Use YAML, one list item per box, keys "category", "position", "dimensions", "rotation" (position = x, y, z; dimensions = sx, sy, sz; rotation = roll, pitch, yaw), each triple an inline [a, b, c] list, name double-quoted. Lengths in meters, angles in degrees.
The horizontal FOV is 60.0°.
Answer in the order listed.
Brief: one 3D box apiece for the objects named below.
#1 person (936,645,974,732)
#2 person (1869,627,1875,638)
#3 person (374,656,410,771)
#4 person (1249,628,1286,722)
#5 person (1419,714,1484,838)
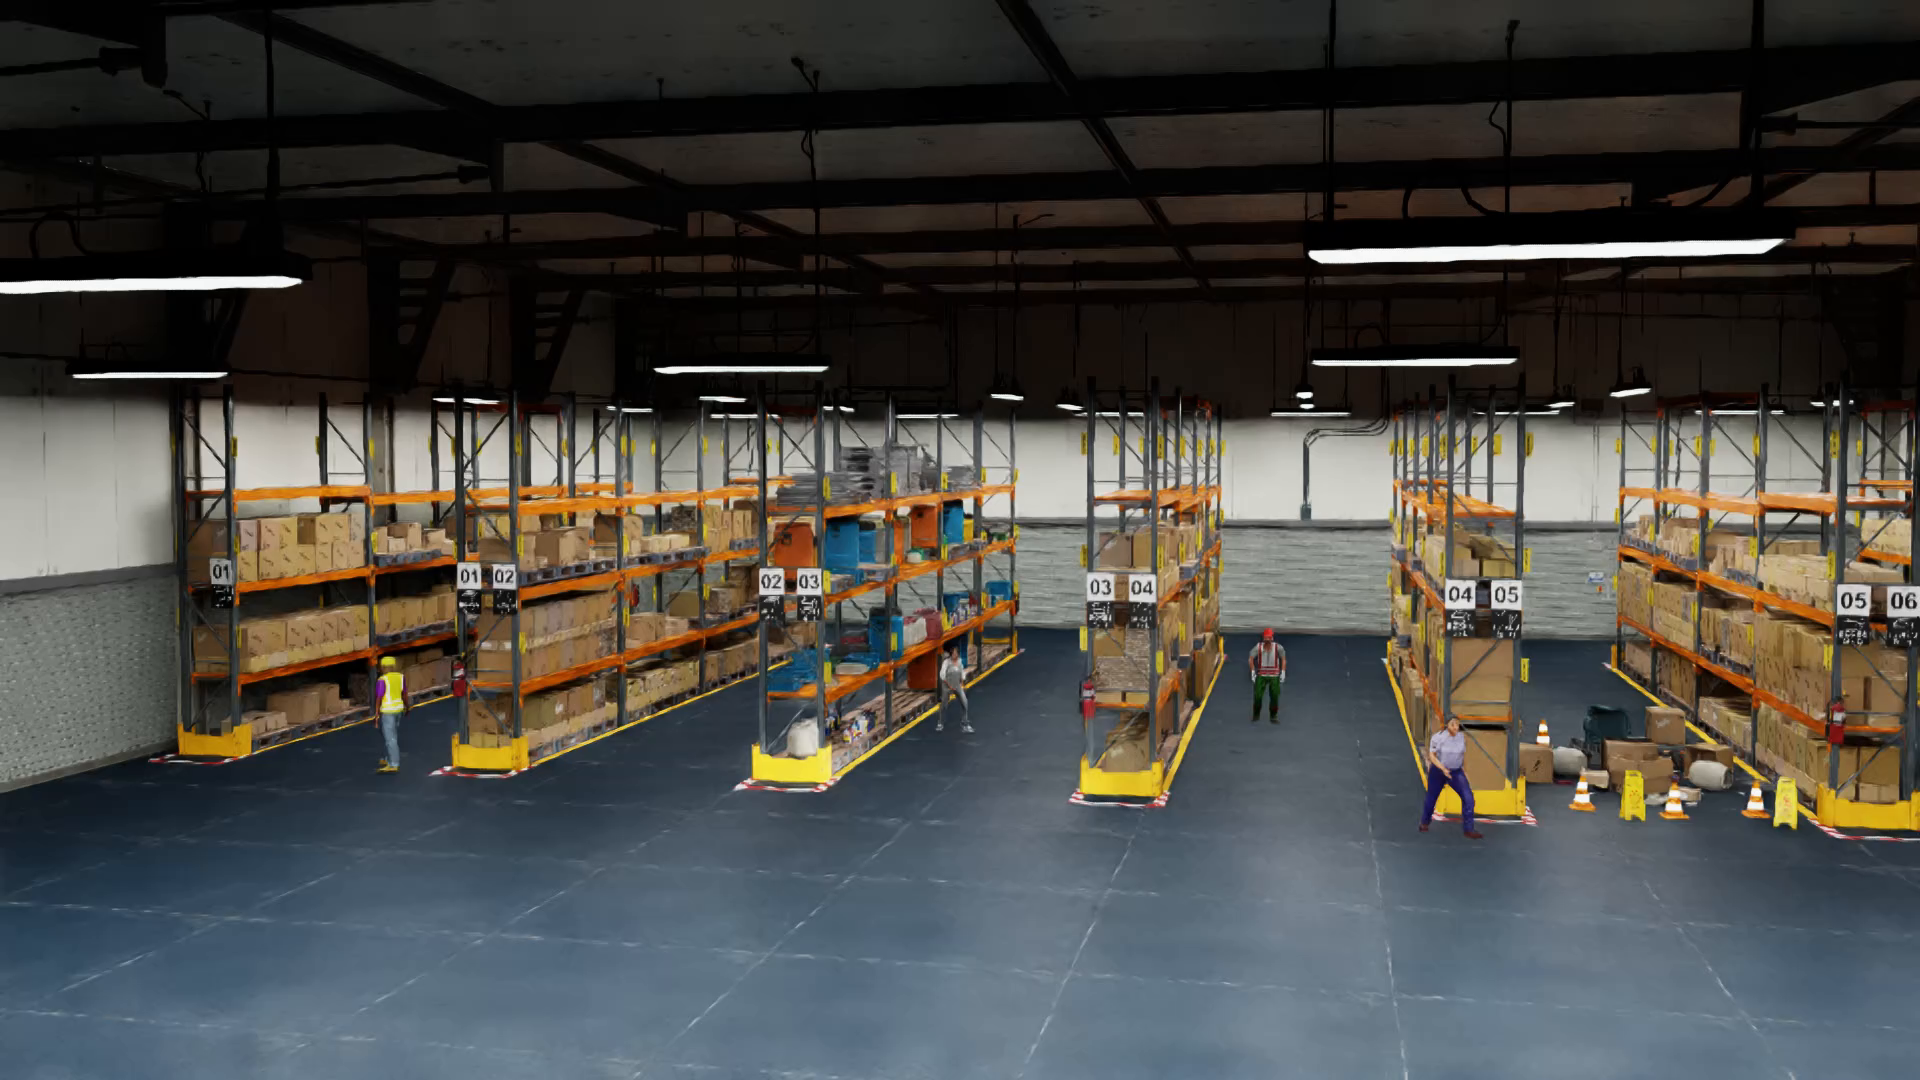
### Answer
- category: "person"
  position: [-0.123, 2.595, 29.155]
  dimensions: [0.567, 1.532, 0.756]
  rotation: [-1, 3, -18]
- category: "person"
  position: [20.427, 2.058, 37.555]
  dimensions: [0.385, 1.670, 0.583]
  rotation: [-1, 3, -19]
- category: "person"
  position: [-8.872, 2.664, 25.810]
  dimensions: [0.618, 1.760, 0.797]
  rotation: [1, 3, 21]
- category: "person"
  position: [5.567, 2.453, 30.123]
  dimensions: [0.677, 1.740, 0.552]
  rotation: [1, 3, 11]
- category: "person"
  position: [6.305, 3.002, 21.438]
  dimensions: [0.653, 1.580, 0.809]
  rotation: [0, 3, -6]
